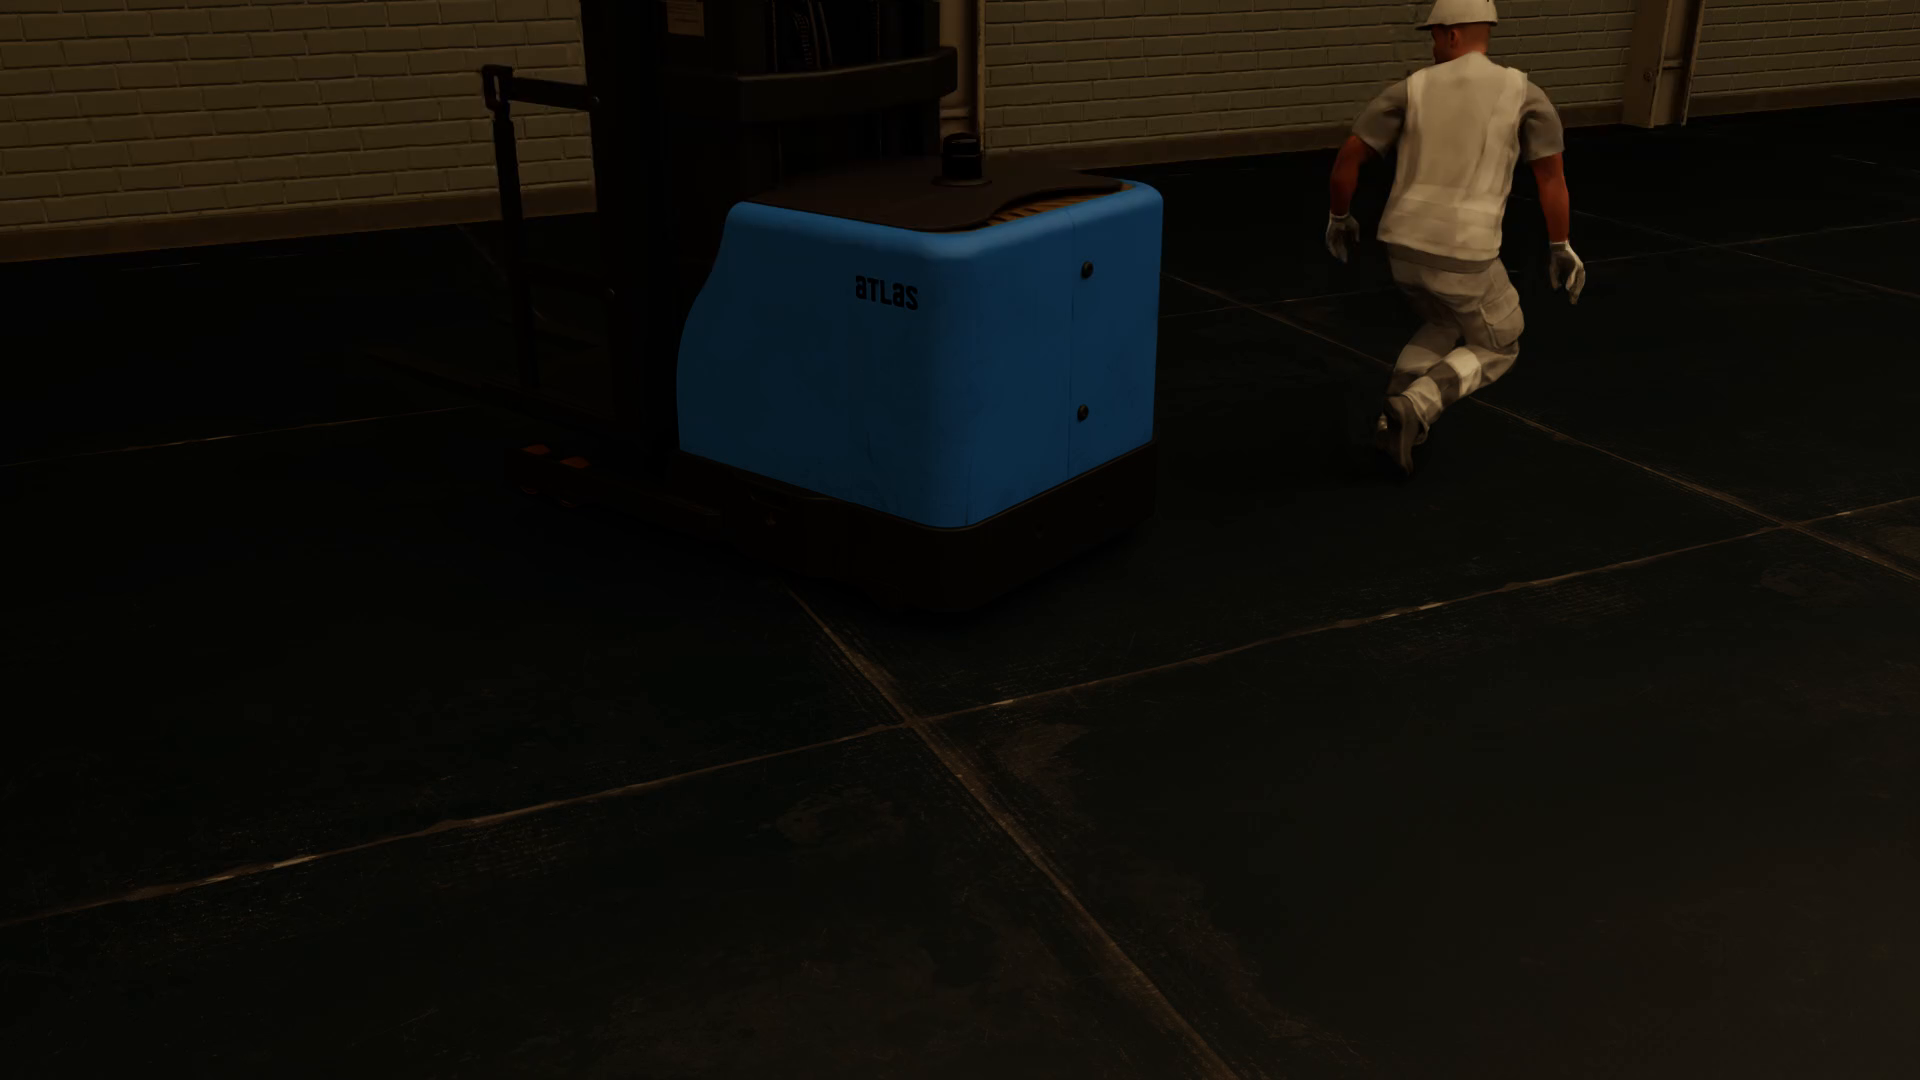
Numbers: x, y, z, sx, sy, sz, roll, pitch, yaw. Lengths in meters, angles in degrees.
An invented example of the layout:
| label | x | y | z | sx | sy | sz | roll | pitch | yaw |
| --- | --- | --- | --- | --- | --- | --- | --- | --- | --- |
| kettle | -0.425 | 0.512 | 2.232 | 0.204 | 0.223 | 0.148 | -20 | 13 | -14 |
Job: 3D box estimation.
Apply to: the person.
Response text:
| label | x | y | z | sx | sy | sz | roll | pitch | yaw |
| --- | --- | --- | --- | --- | --- | --- | --- | --- | --- |
| person | 1.600 | -1.008 | 5.521 | 0.852 | 1.567 | 0.657 | 17 | 28 | 36 |

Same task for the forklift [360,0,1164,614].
| label | x | y | z | sx | sy | sz | roll | pitch | yaw |
| --- | --- | --- | --- | --- | --- | --- | --- | --- | --- |
| forklift | -0.865 | -1.595 | 5.126 | 3.031 | 2.935 | 1.130 | 17 | 28 | 35 |
